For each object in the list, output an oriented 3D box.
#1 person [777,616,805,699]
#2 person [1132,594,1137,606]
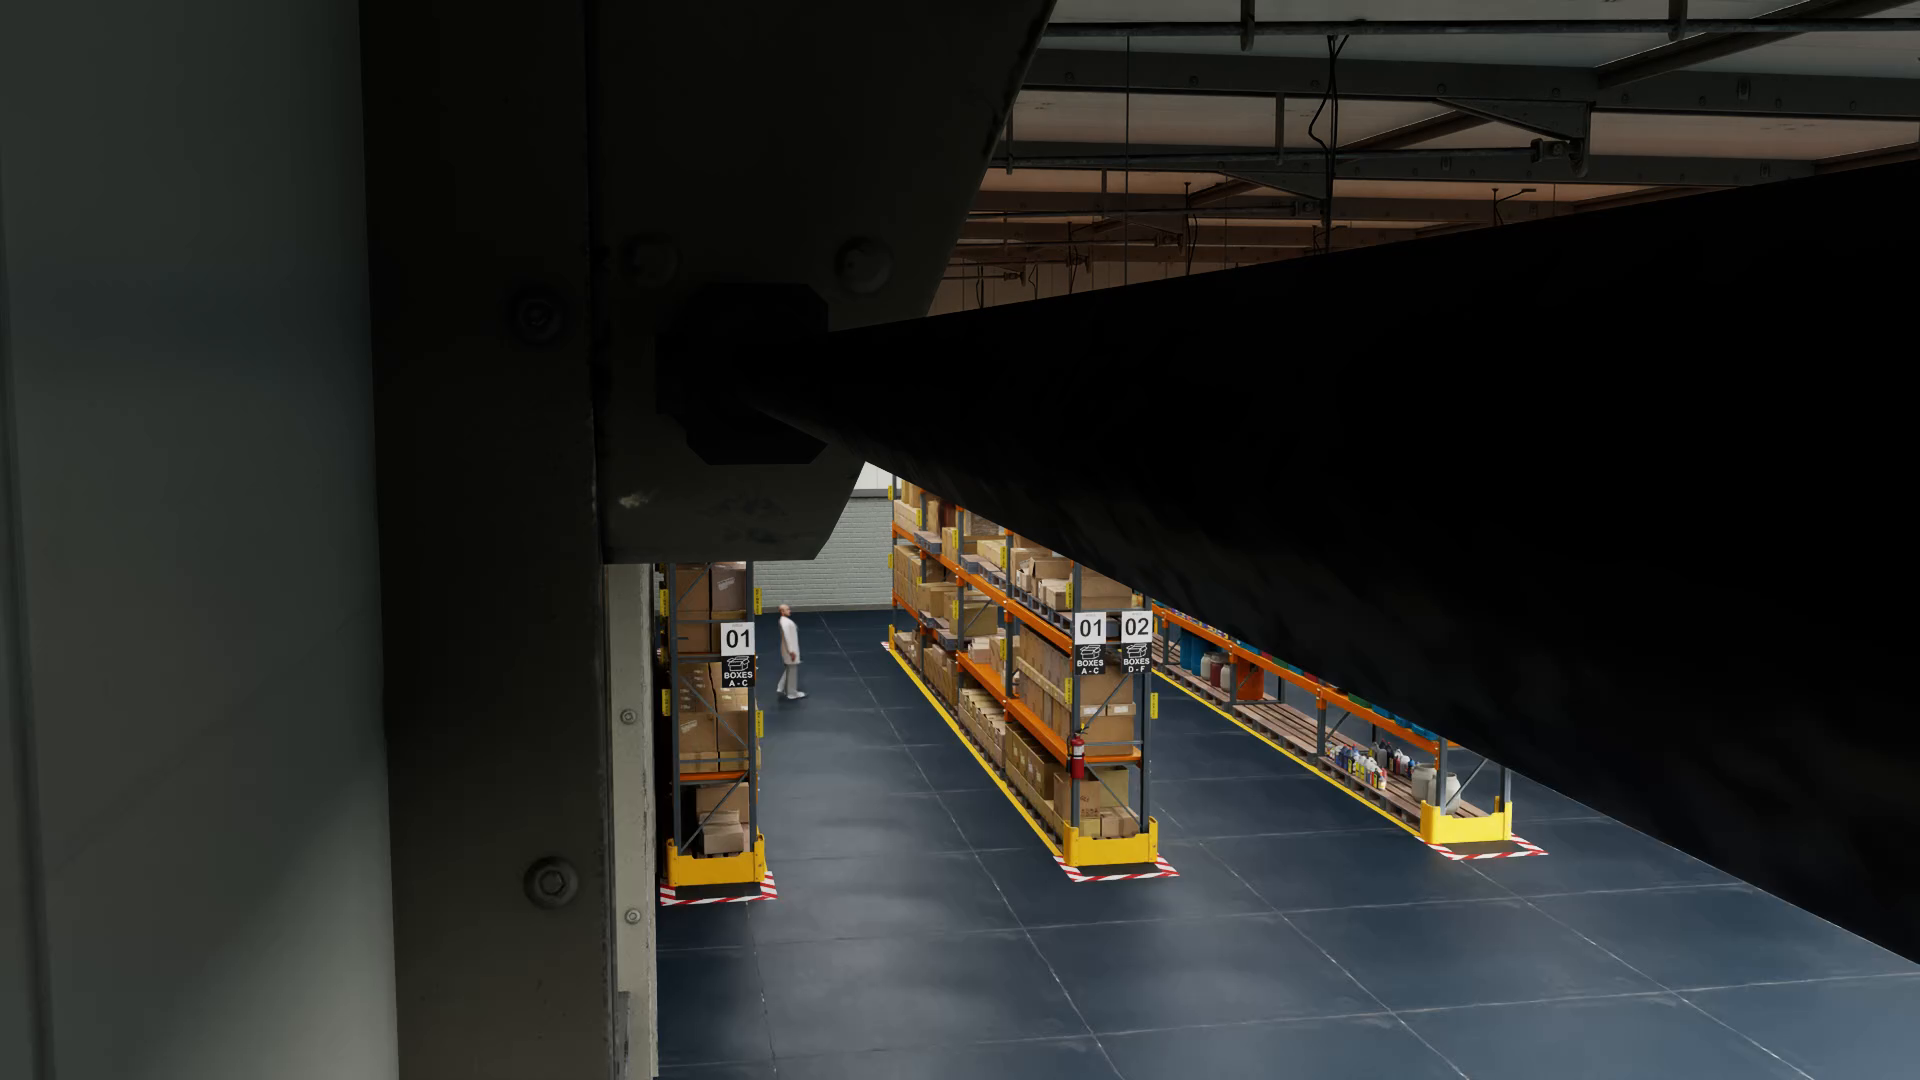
[{"bbox_3d":[-3.175,2.203,31.165,0.532,1.523,0.609,-3,7,-25],"label":"person"},{"bbox_3d":[3.520,1.810,35.116,0.354,1.340,0.493,-1,6,-11],"label":"person"}]
